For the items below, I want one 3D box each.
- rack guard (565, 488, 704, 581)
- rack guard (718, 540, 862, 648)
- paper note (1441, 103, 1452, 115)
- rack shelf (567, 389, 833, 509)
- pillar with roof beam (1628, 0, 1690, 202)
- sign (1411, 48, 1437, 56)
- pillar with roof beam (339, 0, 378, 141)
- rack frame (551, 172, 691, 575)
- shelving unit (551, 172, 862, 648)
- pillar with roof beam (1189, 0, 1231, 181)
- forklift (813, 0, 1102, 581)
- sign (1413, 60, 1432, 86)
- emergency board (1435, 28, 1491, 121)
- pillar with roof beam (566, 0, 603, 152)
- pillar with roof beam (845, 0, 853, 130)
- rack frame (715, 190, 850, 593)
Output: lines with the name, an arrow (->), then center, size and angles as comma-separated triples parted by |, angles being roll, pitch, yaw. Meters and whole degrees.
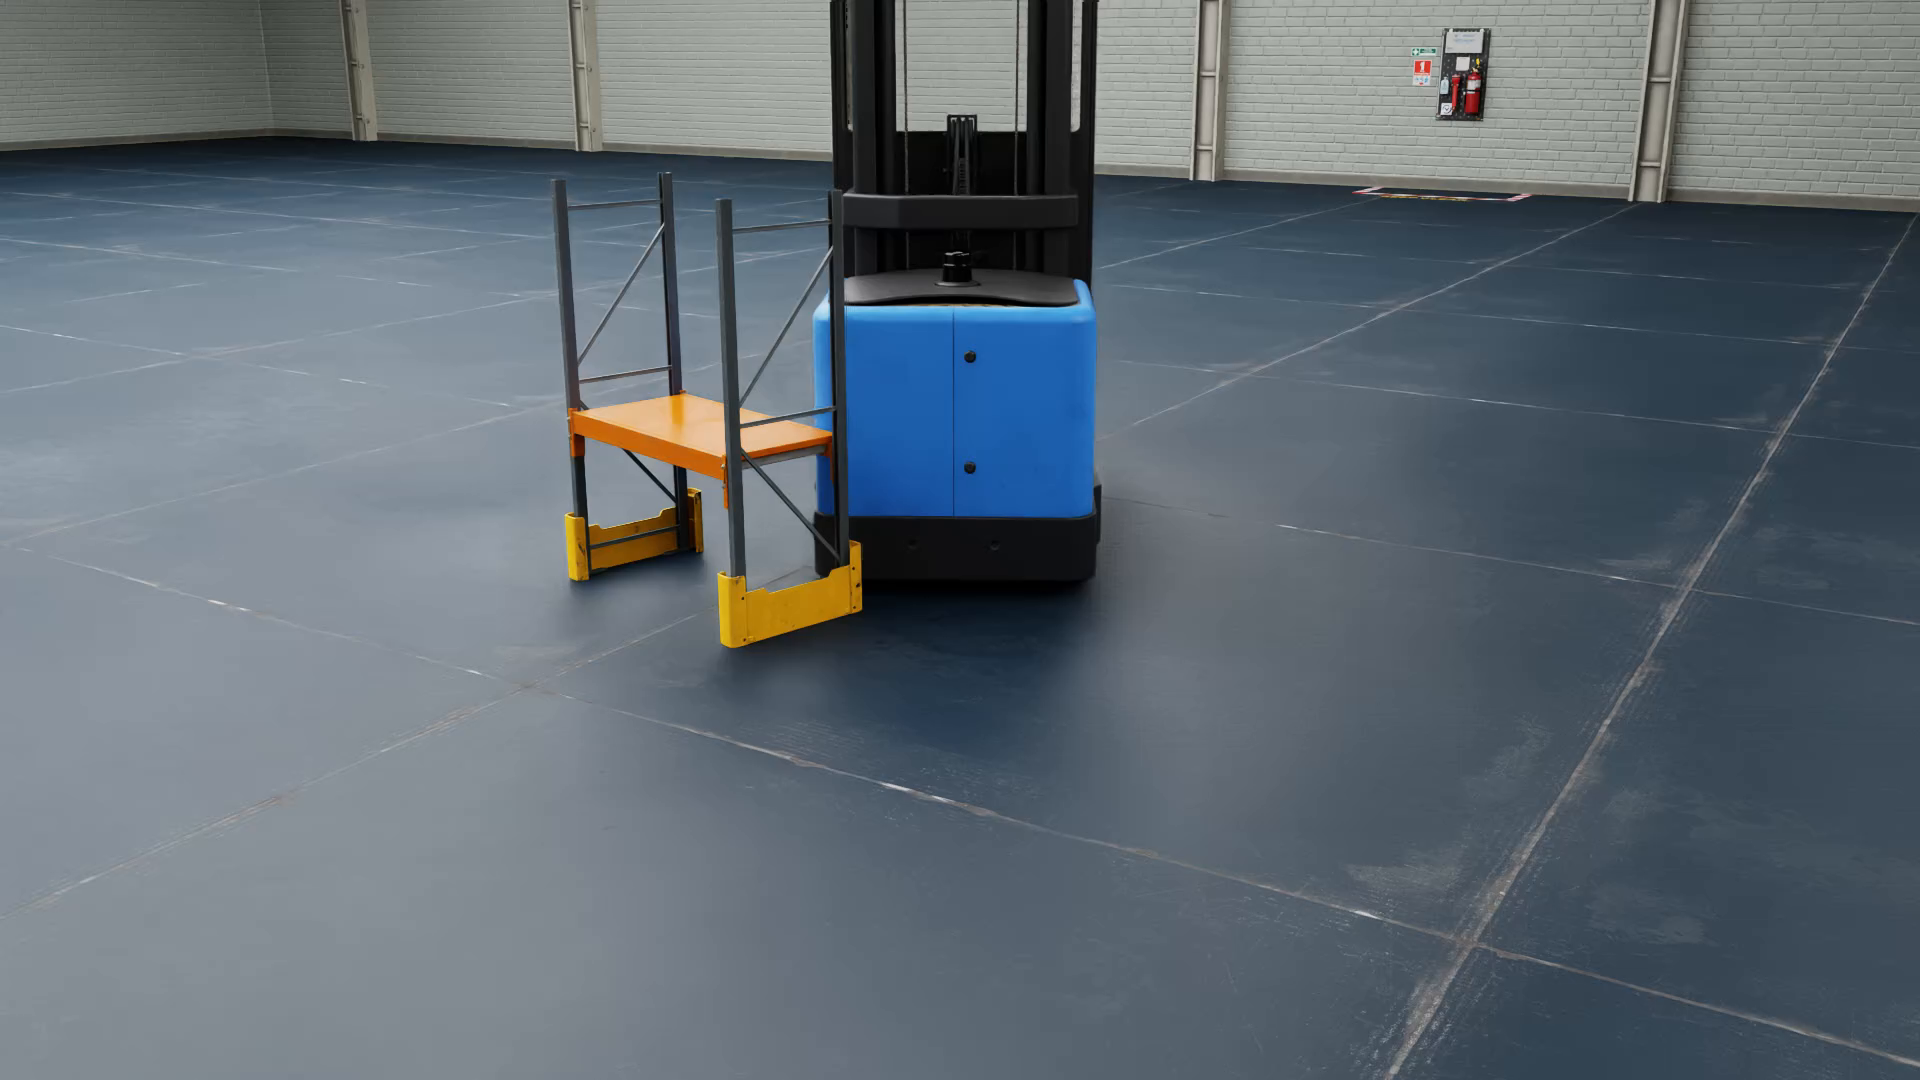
rack guard -> -1.272, -0.027, 6.540 | 0.587, 0.250, 0.087 | -15, 23, -41
rack guard -> -0.589, 0.184, 5.847 | 0.587, 0.250, 0.087 | -15, 23, -41
paper note -> 6.462, -5.723, 22.077 | 0.142, 0.148, 0.016 | 10, 20, 30
rack shelf -> -0.937, -0.350, 6.070 | 0.538, 0.185, 1.000 | -15, 23, -41
pillar with roof beam -> 6.409, -7.520, 16.153 | 0.400, 9.000, 9.100 | 10, 20, 30
sign -> 6.158, -6.478, 22.073 | 0.331, 0.109, 0.001 | 10, 20, 30
pillar with roof beam -> -14.042, -11.170, 28.171 | 0.400, 9.000, 9.100 | 10, 20, 30
rack frame -> -1.285, -0.629, 6.372 | 0.500, 1.500, 0.032 | -15, 23, -41
shelving unit -> -0.931, -0.520, 6.012 | 0.587, 1.500, 1.083 | -15, 23, -41
pillar with roof beam -> 1.297, -8.432, 19.158 | 0.400, 9.000, 9.100 | 10, 20, 30
forklift -> 0.023, -1.625, 7.187 | 1.130, 2.935, 3.031 | 0, 17, 2
sign -> 6.159, -6.227, 22.160 | 0.234, 0.329, 0.001 | 10, 20, 30
emergency board -> 6.576, -6.101, 21.804 | 0.643, 1.169, 0.194 | 10, 20, 30
pillar with roof beam -> -8.929, -10.257, 25.167 | 0.400, 9.000, 9.100 | 10, 20, 30
pillar with roof beam -> -3.816, -9.345, 22.162 | 0.400, 9.000, 9.100 | 10, 20, 30
rack frame -> -0.588, -0.414, 5.664 | 0.500, 1.500, 0.032 | -15, 23, -41
